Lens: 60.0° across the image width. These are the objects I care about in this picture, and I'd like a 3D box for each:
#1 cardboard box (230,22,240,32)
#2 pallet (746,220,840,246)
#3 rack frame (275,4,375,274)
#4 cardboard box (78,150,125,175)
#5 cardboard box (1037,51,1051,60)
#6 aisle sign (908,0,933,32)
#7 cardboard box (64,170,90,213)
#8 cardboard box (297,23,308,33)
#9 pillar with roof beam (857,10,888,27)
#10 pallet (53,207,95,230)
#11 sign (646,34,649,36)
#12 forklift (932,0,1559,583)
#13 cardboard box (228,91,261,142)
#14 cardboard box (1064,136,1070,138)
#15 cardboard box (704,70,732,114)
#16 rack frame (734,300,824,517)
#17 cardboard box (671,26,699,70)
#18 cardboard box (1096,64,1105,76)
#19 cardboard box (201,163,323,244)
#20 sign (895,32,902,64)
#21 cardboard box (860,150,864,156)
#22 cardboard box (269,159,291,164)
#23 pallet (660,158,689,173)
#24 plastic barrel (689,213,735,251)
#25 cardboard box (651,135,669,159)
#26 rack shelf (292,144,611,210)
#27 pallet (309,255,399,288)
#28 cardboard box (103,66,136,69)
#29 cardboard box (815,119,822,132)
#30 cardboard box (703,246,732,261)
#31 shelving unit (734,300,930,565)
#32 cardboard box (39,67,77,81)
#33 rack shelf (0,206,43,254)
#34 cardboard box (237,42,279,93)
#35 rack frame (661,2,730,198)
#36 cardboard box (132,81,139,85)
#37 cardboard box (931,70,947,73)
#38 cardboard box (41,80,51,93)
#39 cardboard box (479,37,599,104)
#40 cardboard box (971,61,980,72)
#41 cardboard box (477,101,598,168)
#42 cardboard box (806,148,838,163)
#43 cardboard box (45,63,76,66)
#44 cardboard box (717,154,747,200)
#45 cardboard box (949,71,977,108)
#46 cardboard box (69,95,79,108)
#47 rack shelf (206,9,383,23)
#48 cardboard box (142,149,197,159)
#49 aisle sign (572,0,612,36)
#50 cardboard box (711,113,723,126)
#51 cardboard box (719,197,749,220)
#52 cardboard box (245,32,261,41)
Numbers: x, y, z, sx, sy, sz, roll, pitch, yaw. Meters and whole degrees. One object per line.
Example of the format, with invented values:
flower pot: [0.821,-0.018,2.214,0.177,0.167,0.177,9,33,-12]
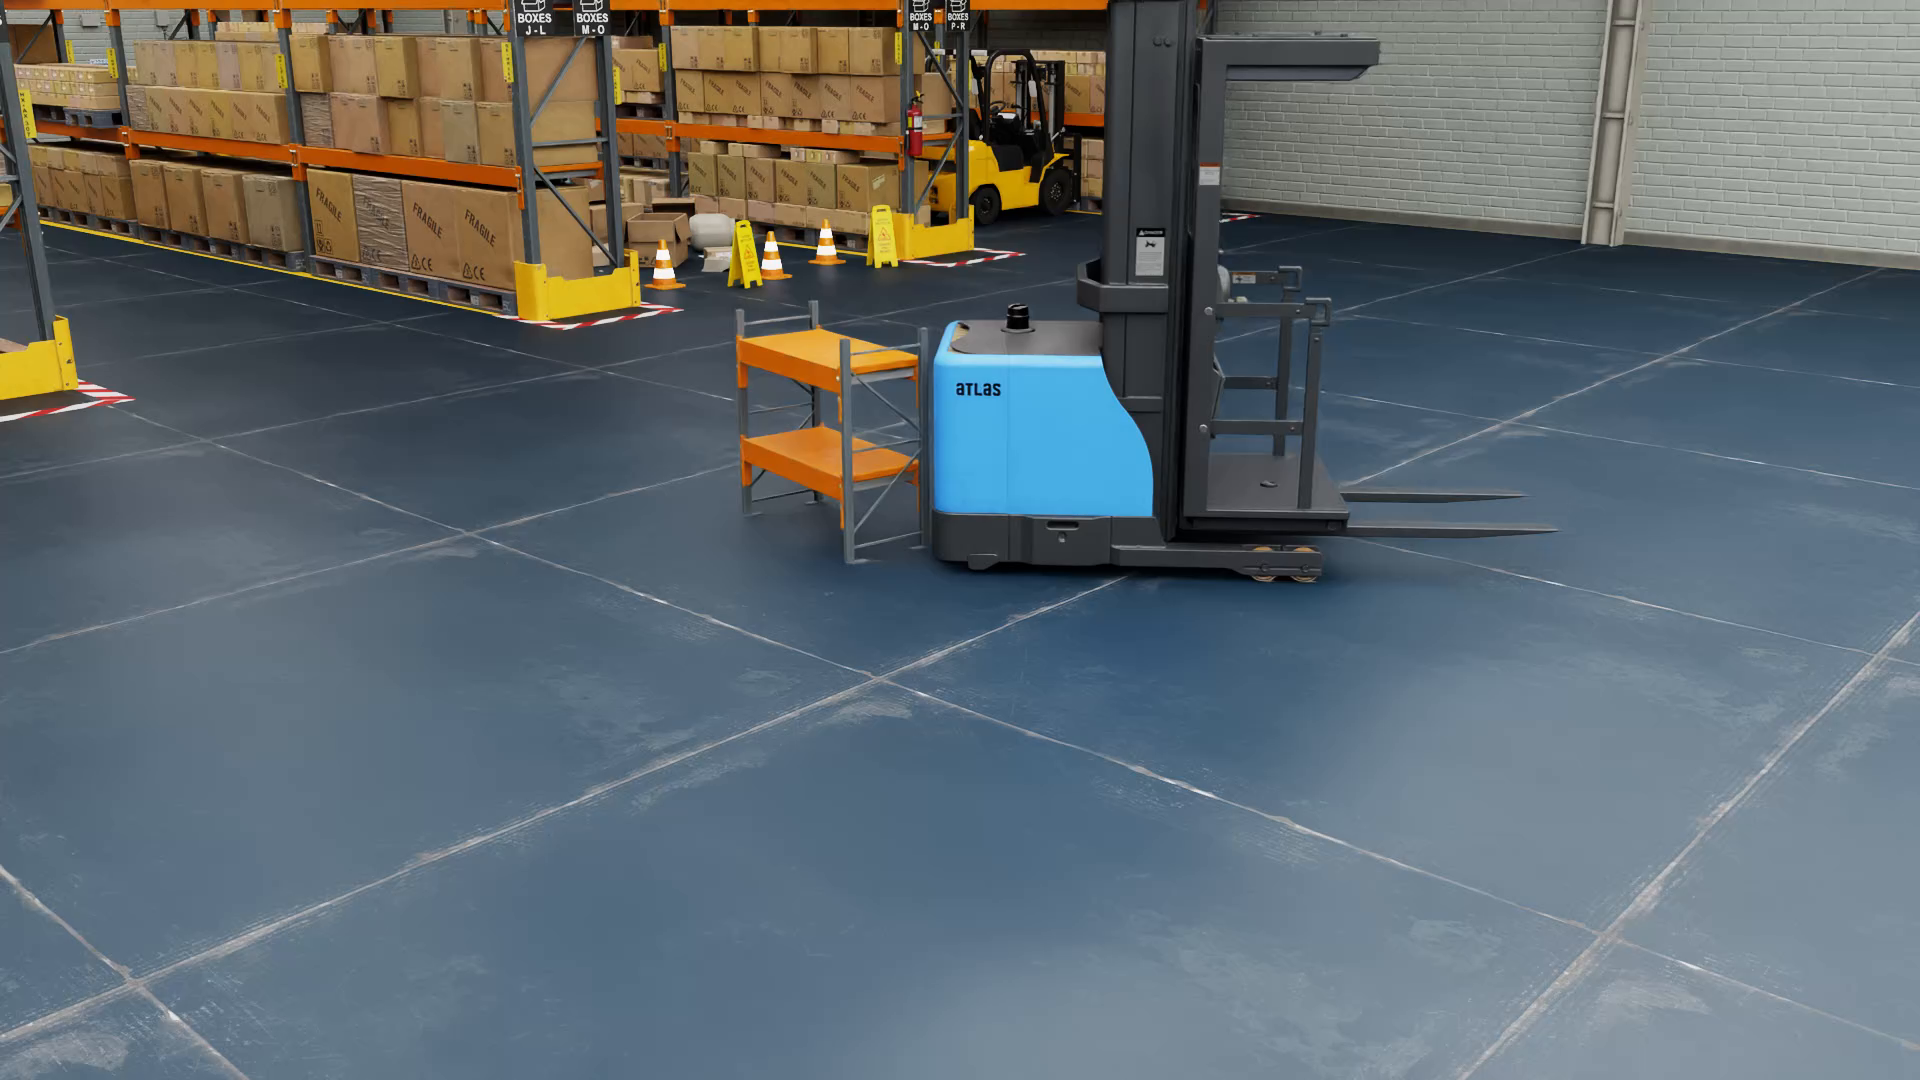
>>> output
cardboard box: [-11.797,-8.464,27.433,0.250,0.149,0.380,16,24,41]
pallet: [-1.822,-3.769,20.139,1.213,0.211,1.003,15,23,39]
rack frame: [-6.475,-4.330,17.296,0.127,3.000,1.000,15,23,39]
cardboard box: [-10.537,-4.676,20.585,0.500,0.250,0.500,15,23,40]
cardboard box: [1.283,-6.674,22.954,0.250,0.149,0.380,15,23,39]
aisle sign: [-0.419,-5.828,17.719,0.004,0.787,0.394,15,23,39]
cardboard box: [-10.925,-4.422,21.025,0.500,0.500,0.500,14,22,37]
cardboard box: [-10.197,-8.076,26.210,0.250,0.149,0.380,15,23,39]
pillar with roof beam: [-4.249,-9.224,22.801,0.400,9.000,9.100,15,23,39]
pallet: [-10.959,-4.206,21.516,1.213,0.211,1.003,15,23,39]
sign: [-5.591,-8.878,29.714,0.005,0.325,0.100,15,23,39]
forklift: [1.400,-1.359,8.048,3.031,2.935,1.130,1,18,3]
cardboard box: [-7.421,-4.523,17.740,0.500,0.500,0.500,15,23,39]
cardboard box: [1.324,-5.482,23.126,0.500,0.250,0.500,14,23,38]
cardboard box: [-2.730,-5.412,20.050,0.500,0.500,0.500,15,23,39]
rack frame: [-0.972,-0.708,8.983,0.500,1.125,0.032,-13,22,-35]
cardboard box: [-3.080,-5.999,20.244,0.500,0.500,0.700,15,23,39]
cardboard box: [2.031,-6.316,22.318,0.250,0.149,0.380,15,23,39]
cardboard box: [-7.718,-3.756,18.514,0.750,0.750,1.050,15,23,39]
sign: [-0.657,-5.248,17.752,0.005,0.325,0.100,15,23,39]
cardboard box: [-1.510,-6.072,26.018,0.625,0.625,0.875,14,22,37]
cardboard box: [-10.990,-6.567,27.885,0.875,0.438,0.875,16,24,41]
pallet: [-4.406,-6.471,28.653,1.213,0.211,1.003,15,23,39]
plastic barrel: [-2.823,-3.511,18.975,0.512,0.421,0.421,-3,18,-8]
cardboard box: [-4.969,-6.855,28.690,0.500,0.500,0.500,14,22,38]
rack shelf: [-4.979,-3.585,16.139,4.000,0.370,1.077,15,23,39]
pallet: [-5.958,-2.830,17.181,1.213,0.211,1.003,15,23,39]
cardboard box: [-10.468,-5.844,20.806,0.250,0.149,0.380,16,24,42]
cardboard box: [-1.446,-4.784,19.142,0.250,0.149,0.380,15,23,40]
cardboard box: [-2.594,-3.114,18.178,0.380,0.149,0.250,-6,18,-18]
shelving unit: [-0.668,-0.585,8.595,0.538,1.125,1.048,-13,22,-35]
cardboard box: [-11.103,-5.752,20.514,0.250,0.149,0.380,17,24,42]
rack shelf: [-8.347,-2.483,12.667,4.000,0.370,1.077,15,23,39]
cardboard box: [-7.236,-5.055,17.763,0.500,0.500,0.700,15,23,38]
rack frame: [-3.265,-5.470,20.888,0.127,3.000,1.000,15,23,39]
cardboard box: [-9.899,-5.552,20.375,0.250,0.149,0.380,16,24,42]
cardboard box: [-0.510,-6.801,24.505,0.500,0.250,0.500,14,23,38]
cardboard box: [-11.105,-5.610,20.558,0.250,0.149,0.380,16,23,41]
cardboard box: [-3.735,-4.196,14.841,0.550,0.550,0.875,15,23,39]
cardboard box: [0.286,-6.775,23.764,0.250,0.149,0.380,16,23,41]
cardboard box: [-3.791,-3.662,14.945,0.550,0.550,0.875,15,23,39]
cardboard box: [-1.551,-4.435,19.165,0.250,0.149,0.380,16,23,40]
cardboard box: [-11.827,-6.210,21.957,0.250,0.149,0.380,14,22,38]
cardboard box: [-2.595,-4.433,20.231,0.500,0.500,0.500,16,24,41]
cardboard box: [0.186,-6.493,23.947,0.500,0.500,0.500,14,22,38]
cardboard box: [-10.518,-5.310,20.106,0.250,0.149,0.380,16,23,40]
rack shelf: [-10.744,-8.565,26.870,4.000,0.370,1.077,15,23,39]
cardboard box: [-9.822,-4.692,20.636,0.500,0.250,0.500,14,22,37]
aisle sign: [-3.231,-4.819,14.541,0.004,0.787,0.394,15,23,39]
cardboard box: [-2.800,-5.129,20.229,0.250,0.149,0.380,15,23,39]
cardboard box: [-2.596,-4.075,20.345,0.500,0.250,0.500,17,24,42]
cardboard box: [-11.289,-8.039,27.165,0.500,0.500,0.500,15,23,39]
